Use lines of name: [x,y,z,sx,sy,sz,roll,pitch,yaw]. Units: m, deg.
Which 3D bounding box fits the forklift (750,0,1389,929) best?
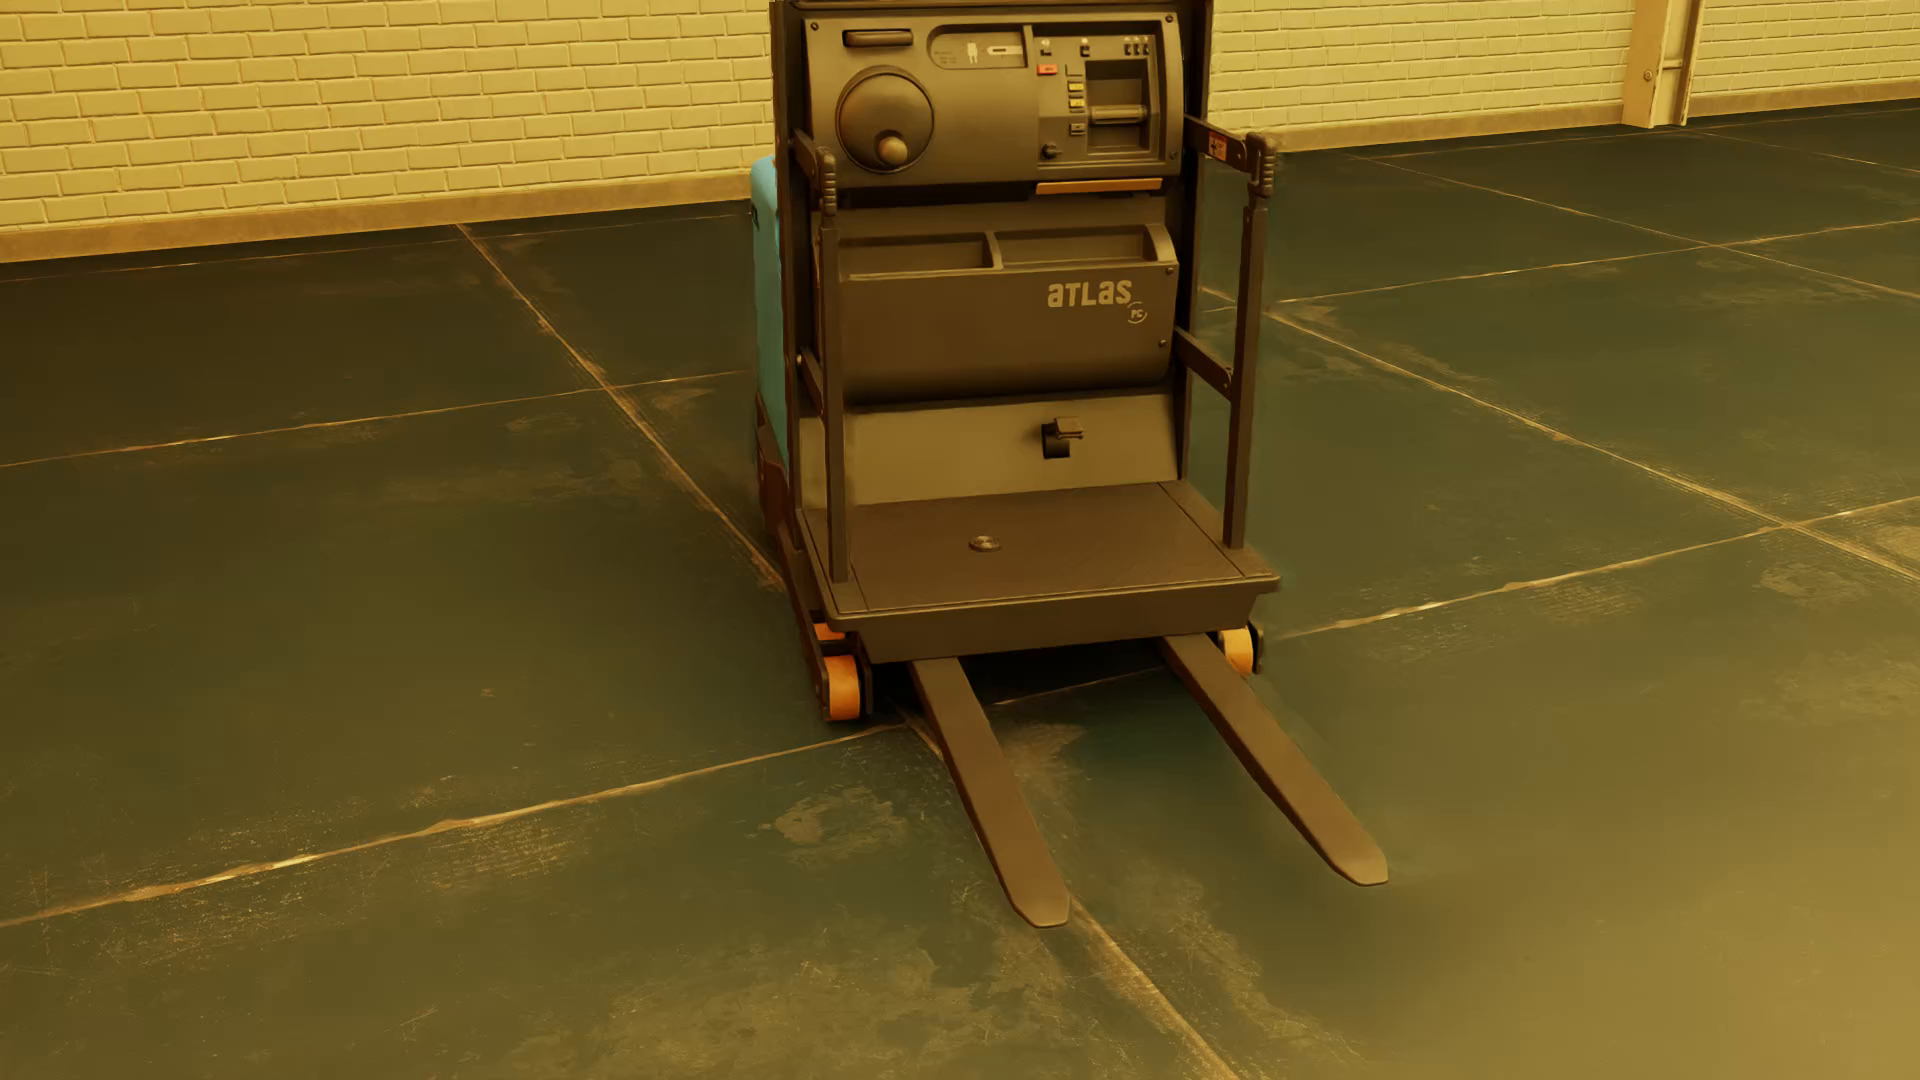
forklift: [0.139,-1.067,3.855,1.130,2.935,3.031,-5,23,-11]
